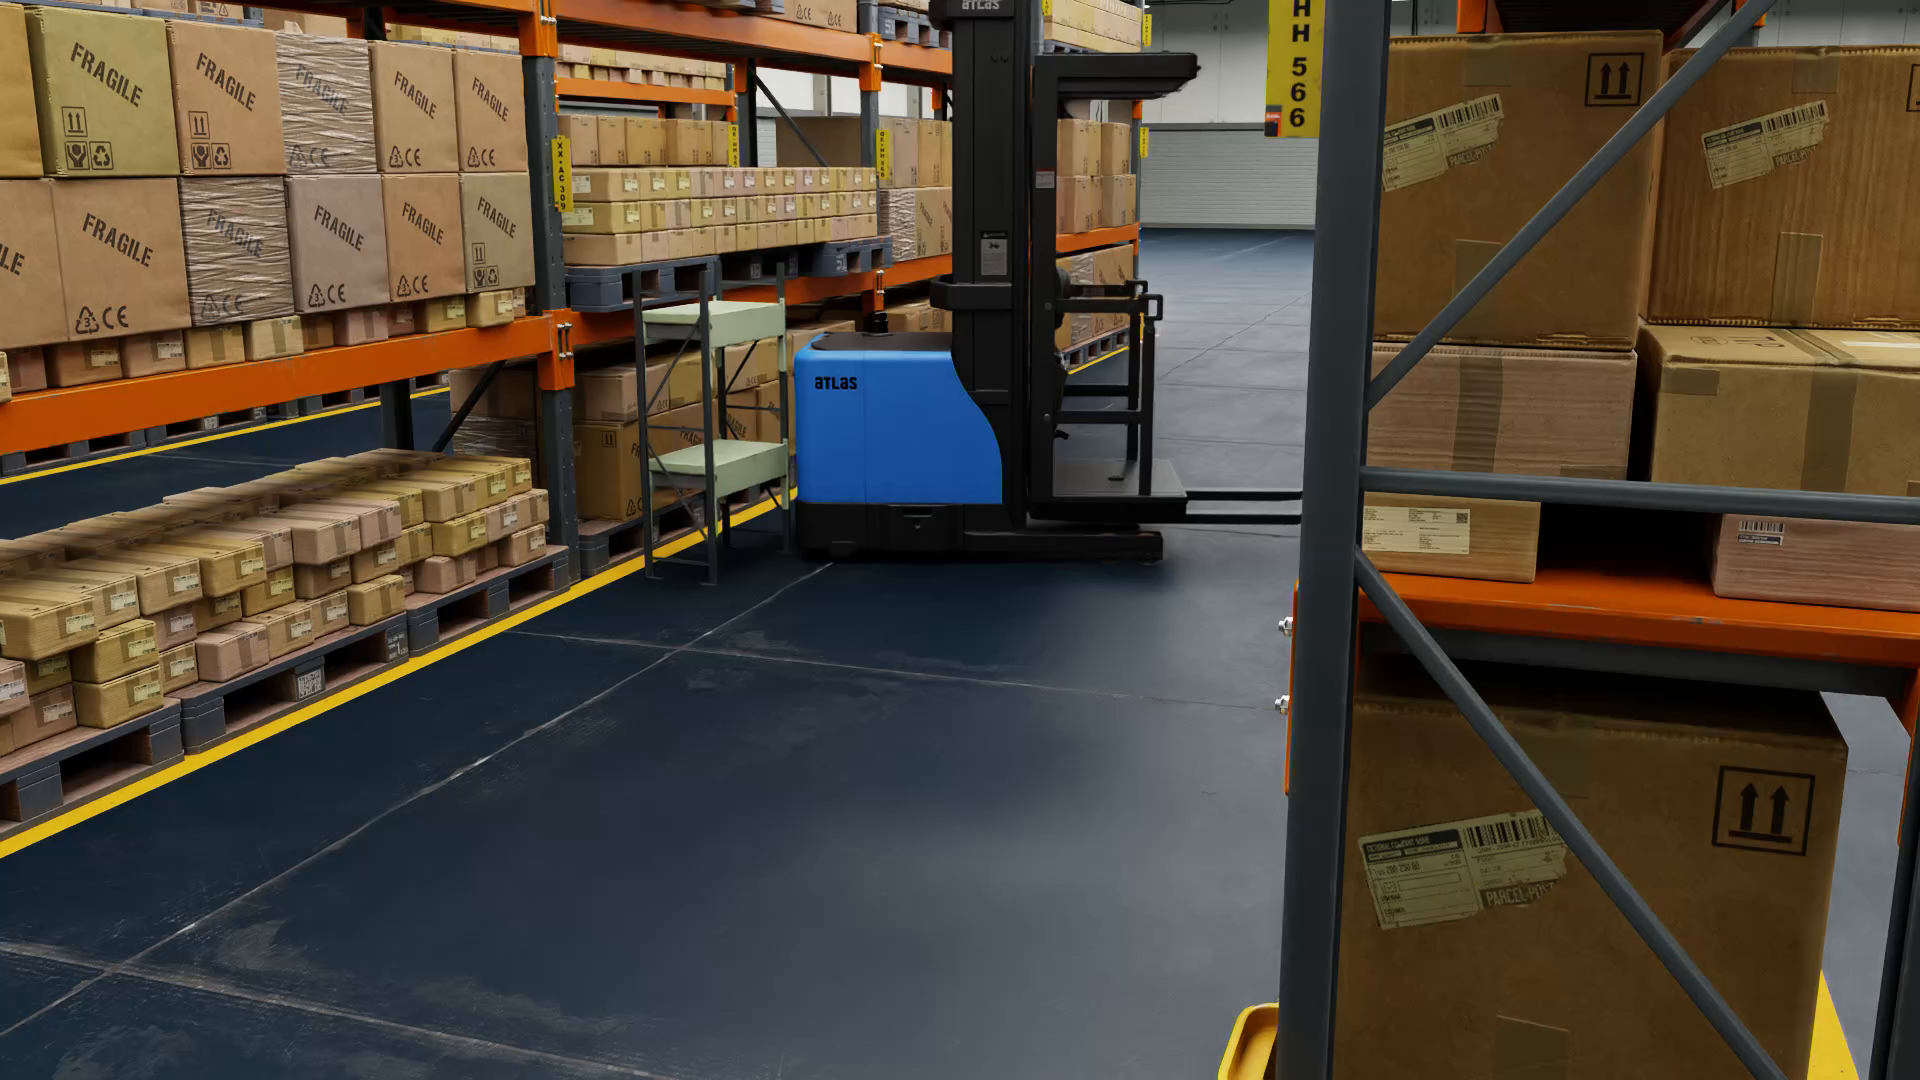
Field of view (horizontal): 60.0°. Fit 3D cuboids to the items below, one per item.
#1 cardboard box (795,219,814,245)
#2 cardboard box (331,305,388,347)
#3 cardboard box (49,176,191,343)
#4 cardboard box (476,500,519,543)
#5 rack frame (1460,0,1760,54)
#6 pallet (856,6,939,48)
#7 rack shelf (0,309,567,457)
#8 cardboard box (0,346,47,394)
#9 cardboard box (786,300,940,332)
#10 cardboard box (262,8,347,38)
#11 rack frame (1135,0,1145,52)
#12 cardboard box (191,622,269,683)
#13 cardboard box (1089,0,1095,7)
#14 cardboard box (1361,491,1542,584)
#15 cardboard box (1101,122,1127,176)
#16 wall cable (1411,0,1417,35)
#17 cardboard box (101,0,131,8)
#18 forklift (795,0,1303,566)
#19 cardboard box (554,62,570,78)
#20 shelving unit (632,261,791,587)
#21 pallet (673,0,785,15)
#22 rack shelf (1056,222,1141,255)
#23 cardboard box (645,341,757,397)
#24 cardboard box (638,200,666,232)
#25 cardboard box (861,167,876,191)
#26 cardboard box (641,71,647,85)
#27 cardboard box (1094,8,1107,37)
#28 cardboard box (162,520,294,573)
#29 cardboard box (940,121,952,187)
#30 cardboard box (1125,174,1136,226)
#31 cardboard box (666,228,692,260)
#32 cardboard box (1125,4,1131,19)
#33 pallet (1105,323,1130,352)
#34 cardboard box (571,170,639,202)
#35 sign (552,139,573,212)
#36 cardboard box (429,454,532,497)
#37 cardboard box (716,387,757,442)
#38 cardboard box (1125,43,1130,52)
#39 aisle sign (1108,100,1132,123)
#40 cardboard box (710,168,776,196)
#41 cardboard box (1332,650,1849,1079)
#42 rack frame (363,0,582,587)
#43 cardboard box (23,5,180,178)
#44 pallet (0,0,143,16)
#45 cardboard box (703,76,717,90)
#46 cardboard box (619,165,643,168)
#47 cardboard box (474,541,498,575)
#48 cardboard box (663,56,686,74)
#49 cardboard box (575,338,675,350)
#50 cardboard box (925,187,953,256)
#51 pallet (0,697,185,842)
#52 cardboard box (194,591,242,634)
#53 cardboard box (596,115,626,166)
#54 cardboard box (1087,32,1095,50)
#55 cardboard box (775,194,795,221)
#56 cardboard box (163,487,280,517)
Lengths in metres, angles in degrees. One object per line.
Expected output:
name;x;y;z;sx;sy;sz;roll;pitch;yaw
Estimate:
cardboard box;-1.100;-1.853;9.986;0.380;0.149;0.250;4;13;16
cardboard box;-2.496;-0.855;6.559;0.380;0.149;0.250;4;13;16
cardboard box;-2.903;-0.924;5.401;0.500;0.500;0.500;5;14;19
cardboard box;-2.212;-0.094;7.452;0.380;0.149;0.250;4;13;16
rack frame;2.325;-0.902;6.201;1.000;3.000;0.127;4;14;18
pallet;-0.883;-3.633;11.846;1.213;0.211;1.003;5;14;21
rack shelf;-2.982;-0.509;6.094;1.077;0.370;4.000;4;14;18
cardboard box;-3.080;-0.535;5.154;0.380;0.149;0.250;5;14;21
cardboard box;-0.759;-1.353;12.285;1.050;0.750;0.750;4;14;18
cardboard box;-5.441;-4.168;13.543;0.700;0.500;0.500;4;14;18
rack frame;1.547;-6.732;18.261;1.000;3.000;0.127;4;14;18
cardboard box;-2.734;0.393;5.989;0.380;0.149;0.250;4;13;16
cardboard box;1.103;-5.268;16.189;0.380;0.149;0.250;4;14;18
cardboard box;0.835;-0.036;2.971;0.380;0.149;0.250;5;14;19
cardboard box;1.300;-4.209;17.925;0.875;0.550;0.550;4;14;18
wall cable;11.944;-15.155;47.521;2.305;6.003;0.169;4;14;18
cardboard box;-5.872;-3.745;11.270;0.396;0.266;0.258;4;13;17
forklift;0.684;-1.419;8.619;3.031;2.935;1.130;0;13;2
cardboard box;-4.127;-4.689;16.613;0.380;0.149;0.250;4;13;18
shelving unit;-1.213;-0.602;8.255;0.431;1.500;0.755;5;14;23
pallet;-1.702;-2.993;9.039;1.213;0.211;1.003;4;14;18
rack shelf;0.900;-3.036;17.163;1.077;0.370;4.000;4;14;18
cardboard box;-1.507;-0.988;9.566;0.500;0.250;0.500;5;14;21
cardboard box;-1.691;-1.613;8.265;0.380;0.149;0.250;4;13;17
cardboard box;-0.766;-2.359;10.867;0.380;0.149;0.250;4;13;16
cardboard box;-3.630;-5.013;18.036;0.380;0.149;0.250;4;14;19
cardboard box;1.164;-5.155;16.592;0.500;0.250;0.500;4;14;19
cardboard box;-2.741;0.032;6.231;0.380;0.149;0.250;4;14;19
cardboard box;-0.395;-3.075;13.250;0.700;0.500;0.500;4;14;18
cardboard box;1.470;-3.799;18.555;0.875;0.550;0.550;4;14;18
cardboard box;-1.604;-1.524;8.545;0.380;0.149;0.250;4;14;19
cardboard box;1.594;-5.588;17.592;0.380;0.149;0.250;5;14;19
pallet;1.363;-2.274;18.476;1.003;0.211;1.213;4;14;18
cardboard box;-1.773;-1.703;7.992;0.380;0.149;0.250;5;14;21
sign;-1.819;-1.665;7.598;0.100;0.325;0.005;4;14;18
cardboard box;-2.204;-0.292;7.653;0.380;0.149;0.250;5;14;20
cardboard box;-1.519;-0.626;9.664;0.500;0.500;0.500;5;14;19
cardboard box;1.596;-5.199;17.682;0.380;0.149;0.250;5;14;19
aisle sign;1.854;-5.068;18.610;0.394;0.787;0.004;4;14;18
cardboard box;-1.271;-2.032;9.435;0.380;0.149;0.250;5;14;20
cardboard box;1.162;0.630;3.316;0.875;0.875;0.875;4;14;18
rack frame;-2.335;-1.281;7.859;1.000;3.000;0.127;4;14;18
cardboard box;-2.886;-1.410;5.284;0.500;0.500;0.500;4;13;17
pallet;-6.275;-3.453;11.061;1.003;0.211;1.213;5;14;21
cardboard box;-3.069;-5.332;19.434;0.380;0.149;0.250;4;14;19
cardboard box;-3.742;-3.779;17.910;0.500;0.500;0.500;4;14;18
cardboard box;-2.303;0.060;7.447;0.380;0.149;0.250;5;14;20
cardboard box;-3.407;-5.334;18.546;0.500;0.250;0.500;5;14;20
cardboard box;-1.997;-1.027;9.735;0.500;0.250;0.500;4;13;16
cardboard box;-0.315;-2.460;12.801;0.500;0.500;0.500;4;14;18
pallet;-3.309;0.736;5.287;1.003;0.211;1.213;4;14;18
cardboard box;-2.849;0.229;6.037;0.380;0.149;0.250;5;14;21
cardboard box;-3.930;-4.165;17.353;0.700;0.500;0.500;4;14;19
cardboard box;1.103;-4.879;16.279;0.380;0.149;0.250;4;14;18
cardboard box;-1.185;-1.942;9.707;0.380;0.149;0.250;5;14;20
cardboard box;-3.046;-0.113;6.869;0.380;0.149;0.250;5;14;20
